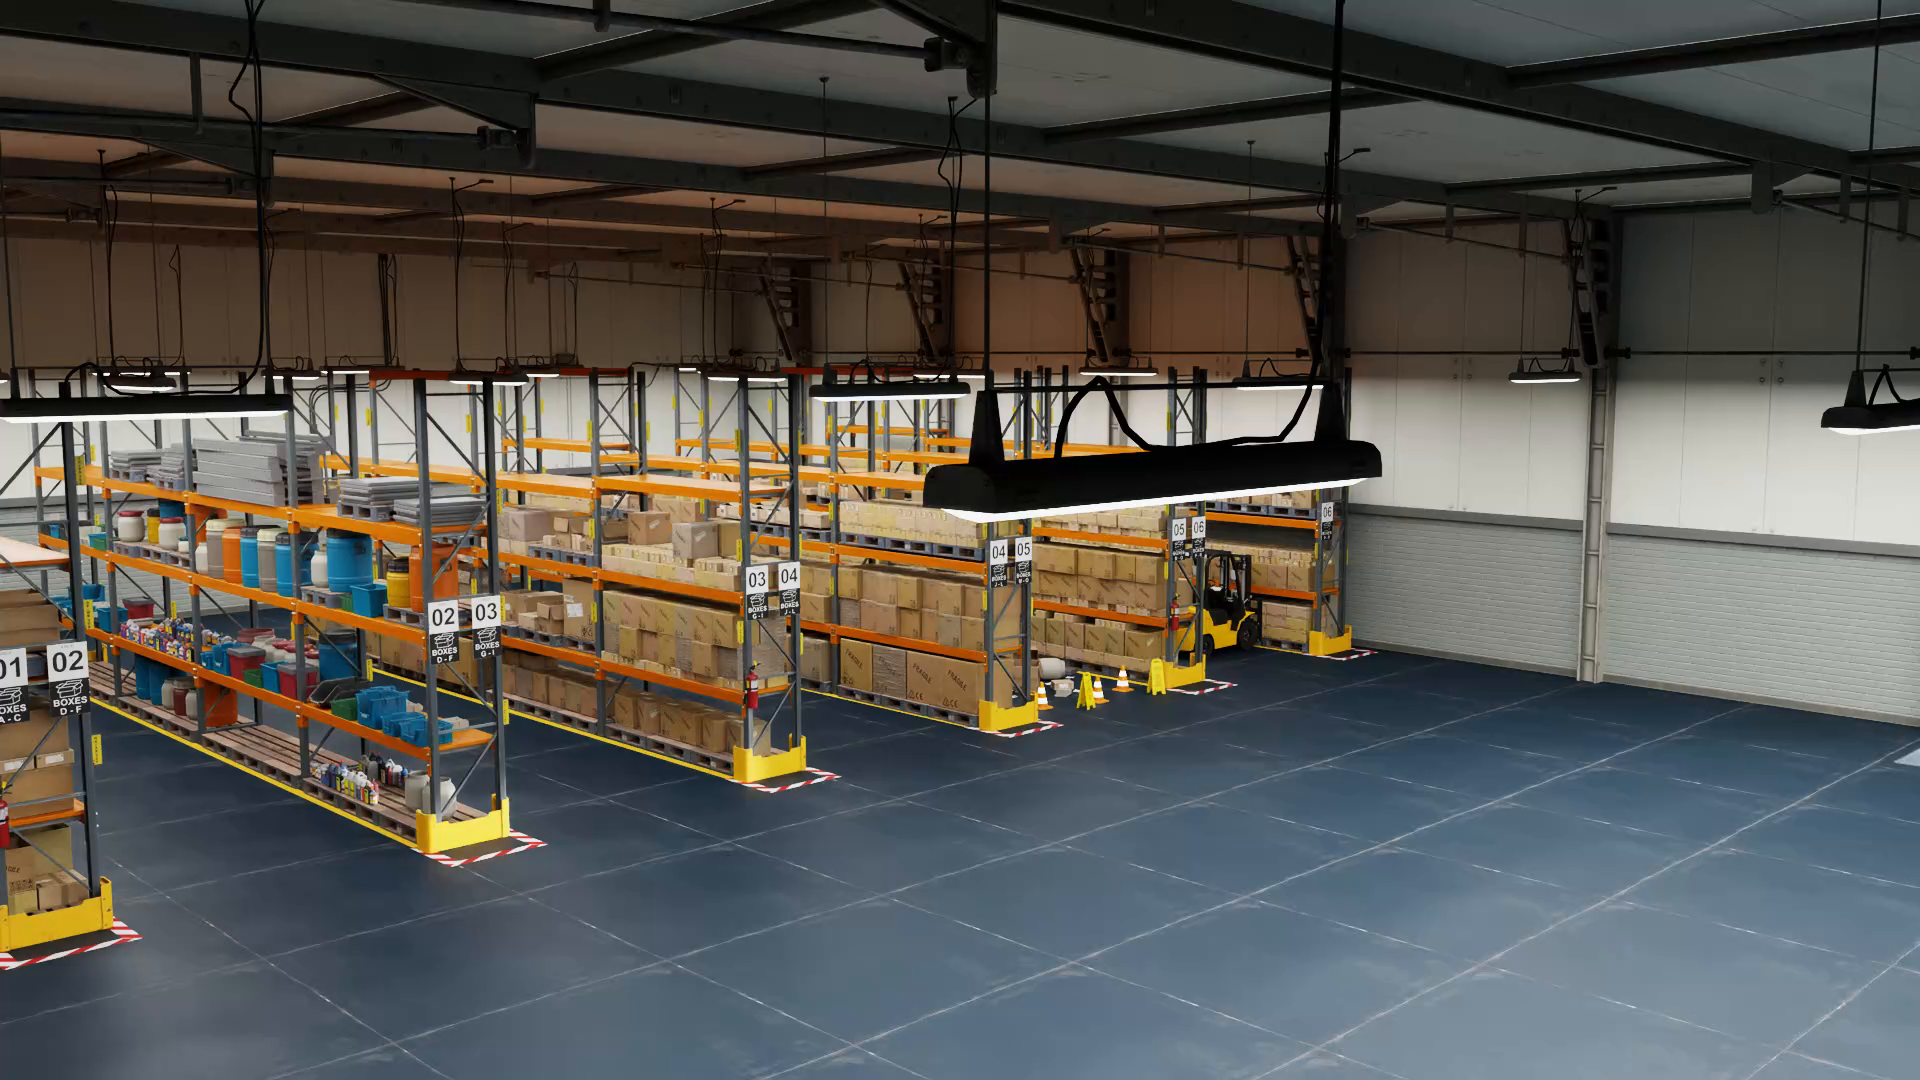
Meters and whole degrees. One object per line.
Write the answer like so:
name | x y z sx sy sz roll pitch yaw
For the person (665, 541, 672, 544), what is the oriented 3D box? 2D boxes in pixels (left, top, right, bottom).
person | -7.648 0.643 43.921 0.923 1.471 0.480 -6 9 -41

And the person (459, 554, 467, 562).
person | -11.747 1.097 39.317 0.589 1.633 0.752 -4 8 -31
